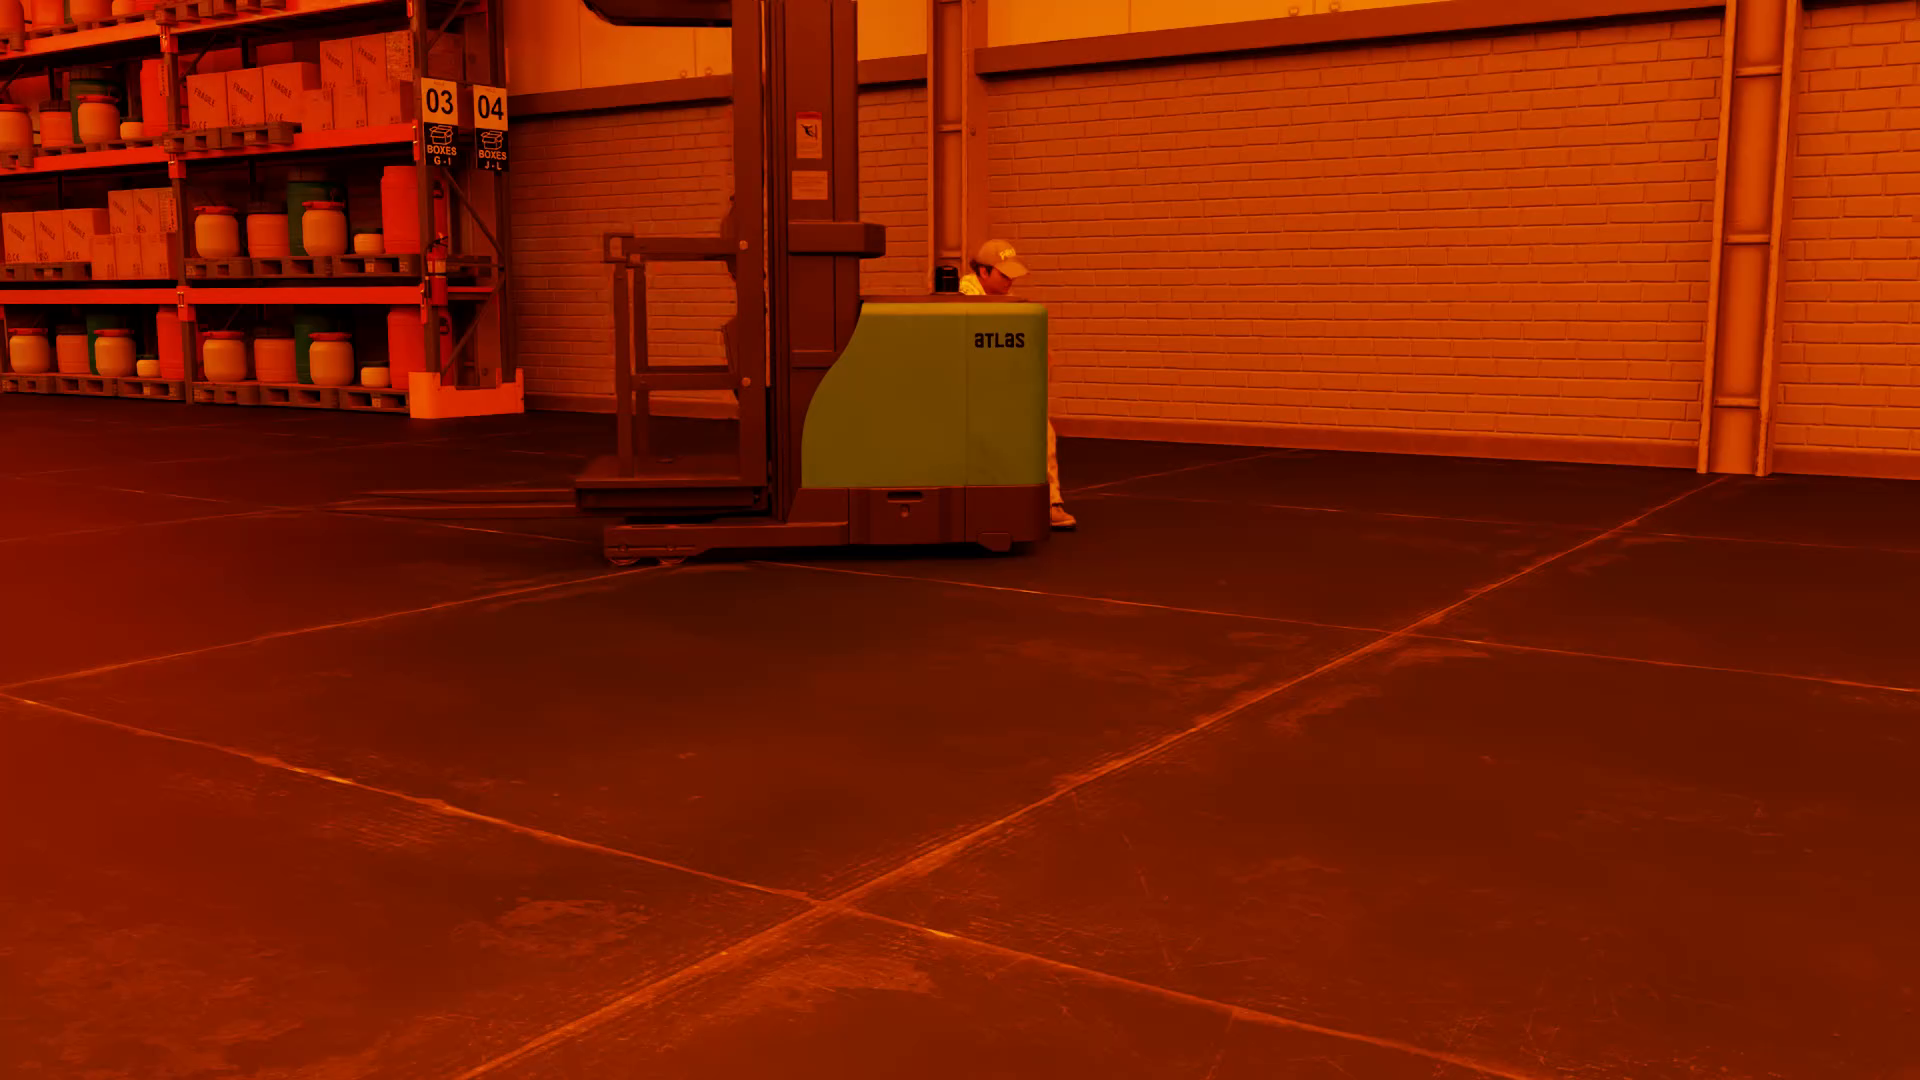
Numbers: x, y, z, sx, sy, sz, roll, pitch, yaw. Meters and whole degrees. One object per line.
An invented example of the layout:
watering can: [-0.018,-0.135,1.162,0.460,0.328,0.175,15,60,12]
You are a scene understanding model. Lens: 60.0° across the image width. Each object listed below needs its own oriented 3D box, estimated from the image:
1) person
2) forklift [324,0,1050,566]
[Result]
person: [0.271,-0.749,8.206,0.906,1.444,0.870,6,10,37]
forklift: [-1.167,-1.424,7.206,3.031,2.935,1.130,-1,8,-6]
